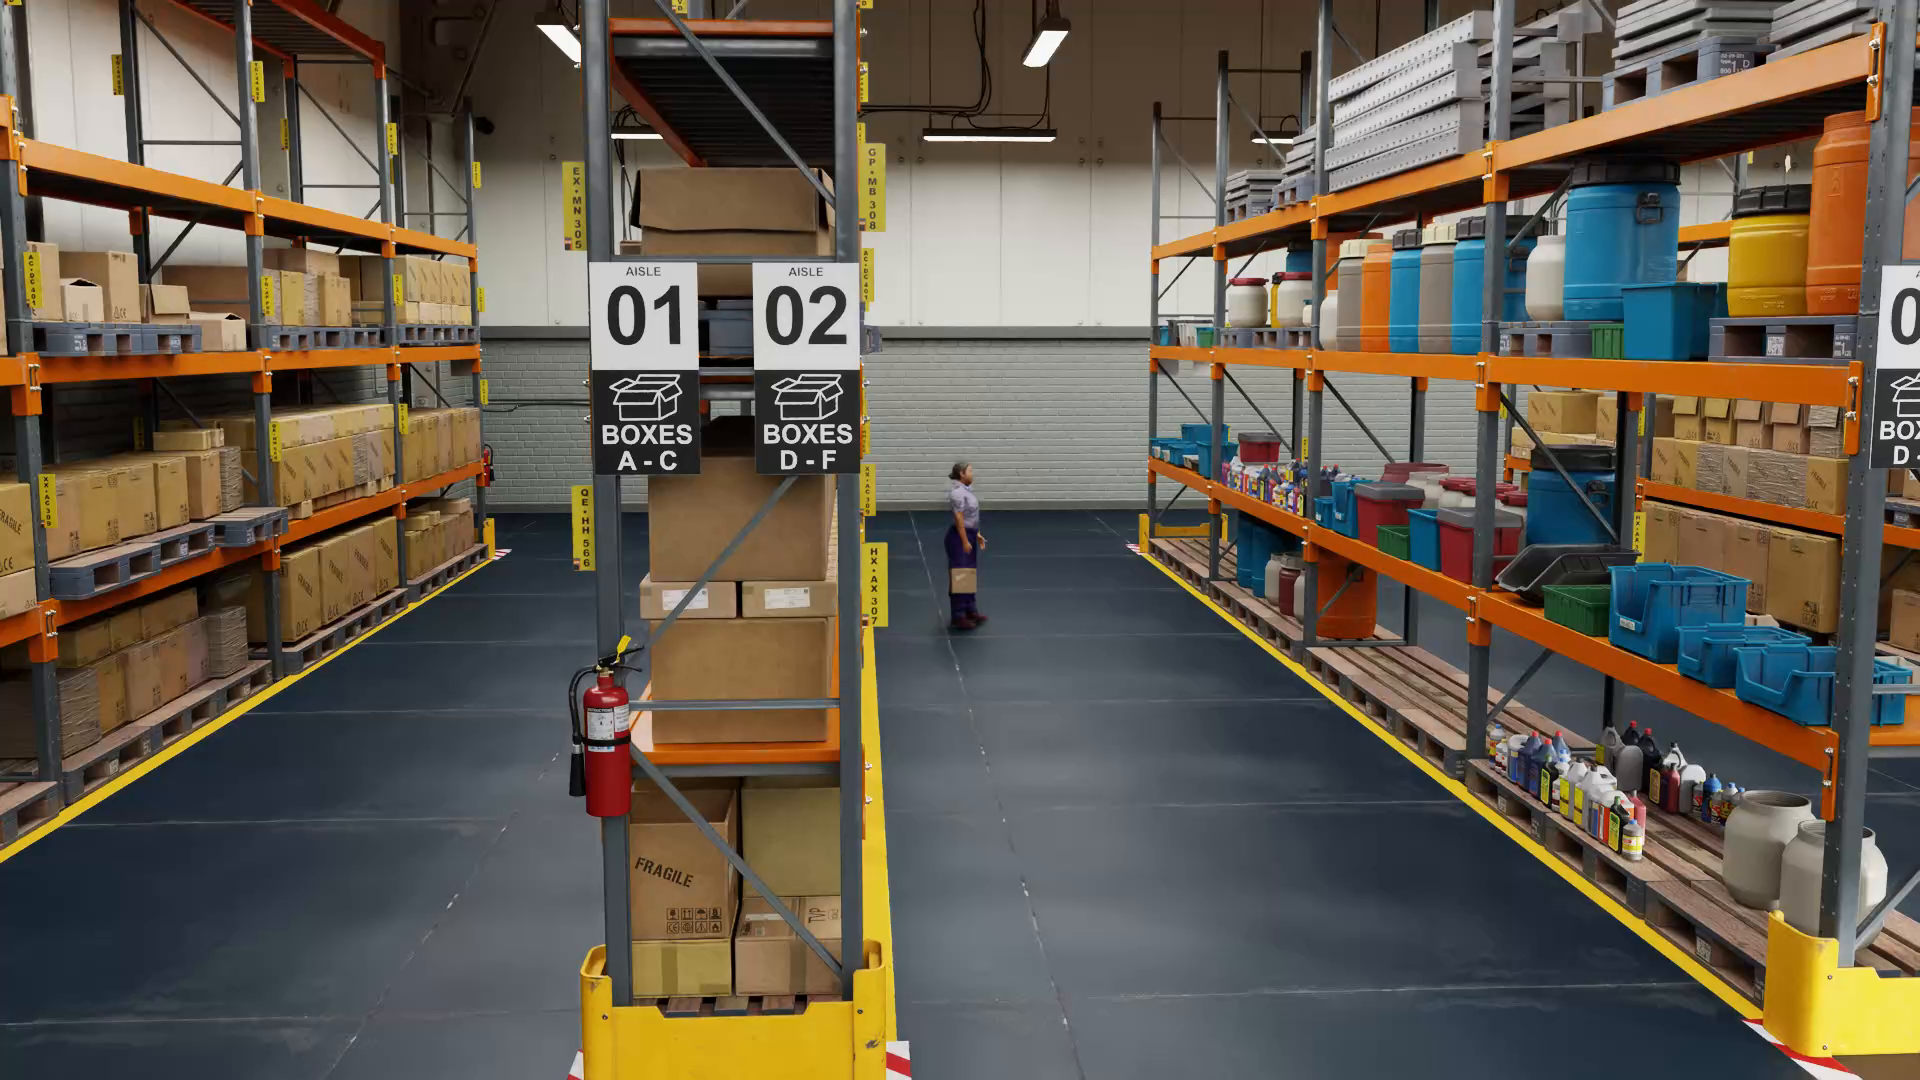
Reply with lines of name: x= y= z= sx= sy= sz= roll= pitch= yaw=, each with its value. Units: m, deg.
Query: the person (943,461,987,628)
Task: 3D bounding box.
person: x=0.050 y=0.035 z=16.879 sx=0.434 sy=1.661 sz=0.550 roll=1 pitch=7 yaw=10
